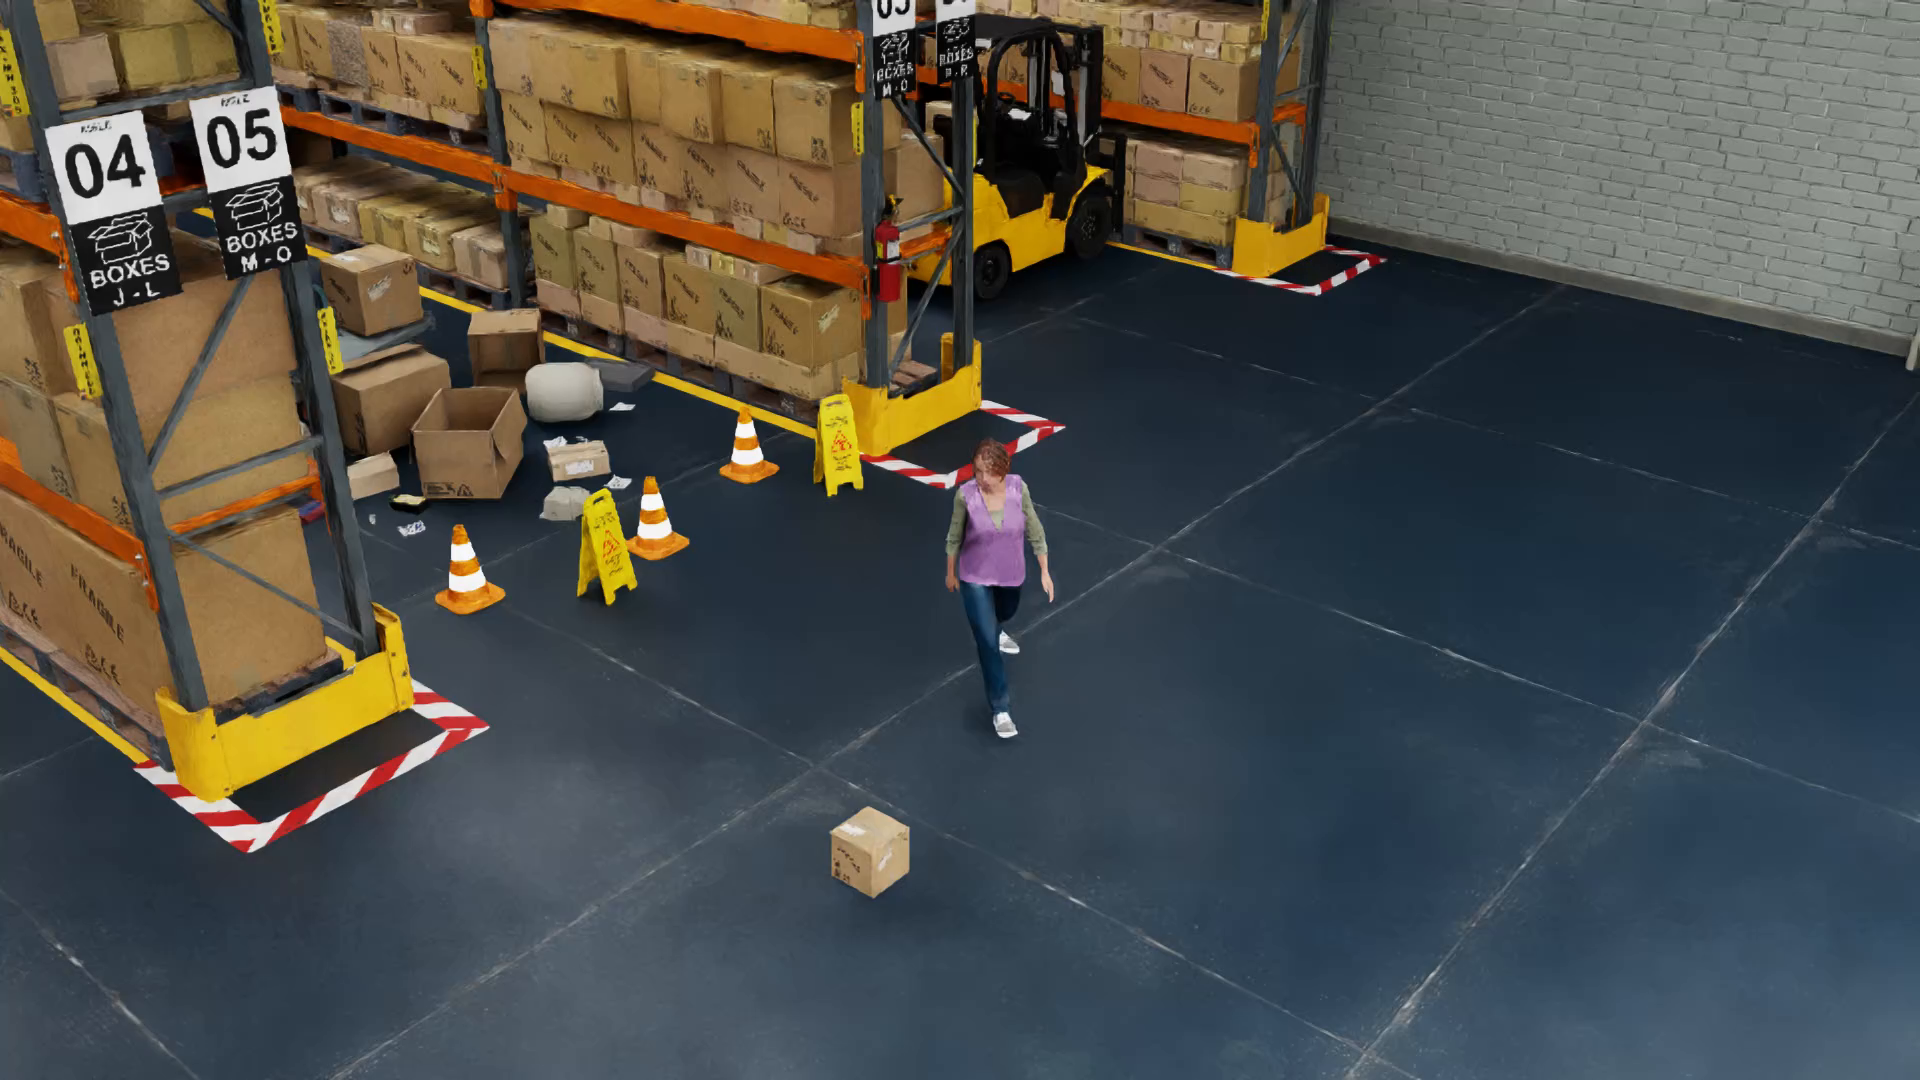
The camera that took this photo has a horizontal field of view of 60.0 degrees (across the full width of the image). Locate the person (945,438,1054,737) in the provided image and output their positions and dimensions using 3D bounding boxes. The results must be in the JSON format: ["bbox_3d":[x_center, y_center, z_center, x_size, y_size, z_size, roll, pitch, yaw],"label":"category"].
[{"bbox_3d":[0.166,0.141,8.389,0.497,1.546,0.922,-8,29,-15],"label":"person"}]
